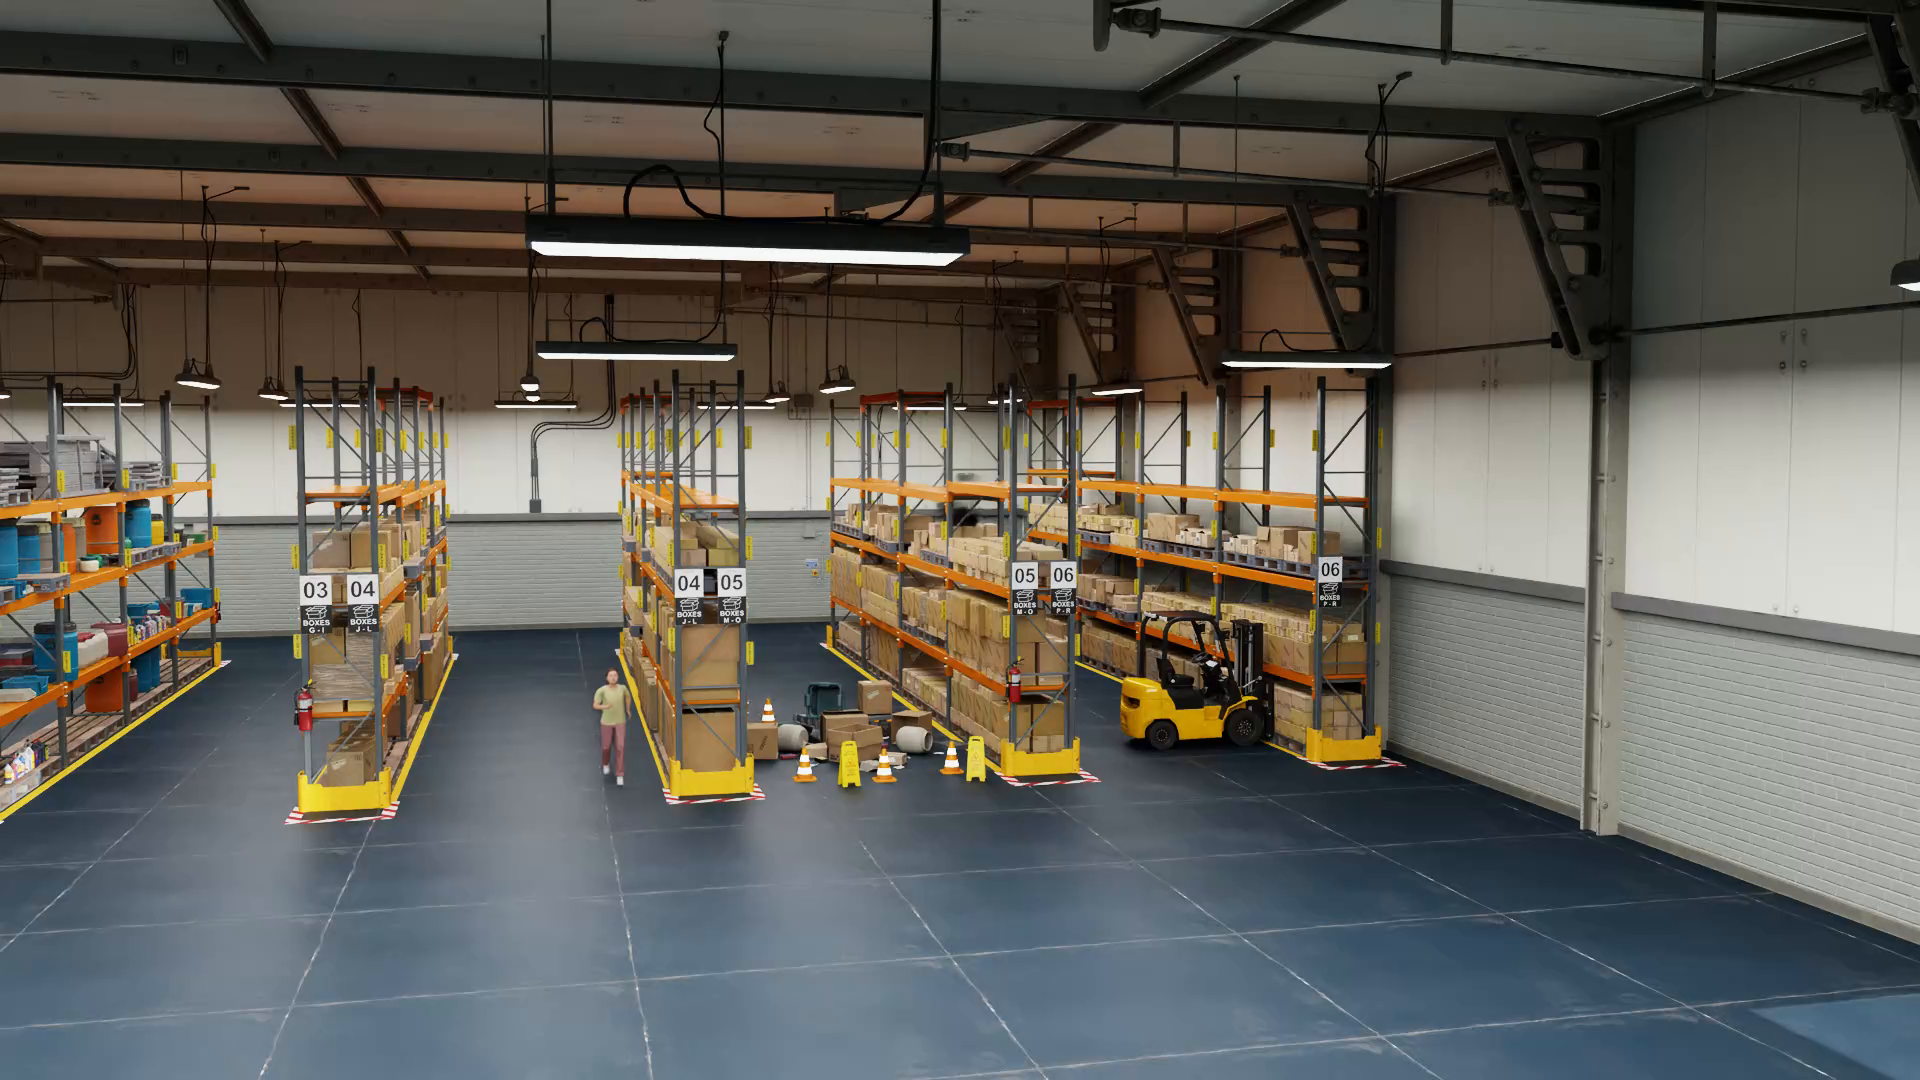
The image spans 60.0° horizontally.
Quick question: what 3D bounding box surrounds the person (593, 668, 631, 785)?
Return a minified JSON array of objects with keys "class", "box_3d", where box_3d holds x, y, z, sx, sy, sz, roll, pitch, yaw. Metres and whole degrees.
[{"class":"person","box_3d":[-5.078,2.690,24.341,0.574,1.653,0.970,-1,4,-18]}]
